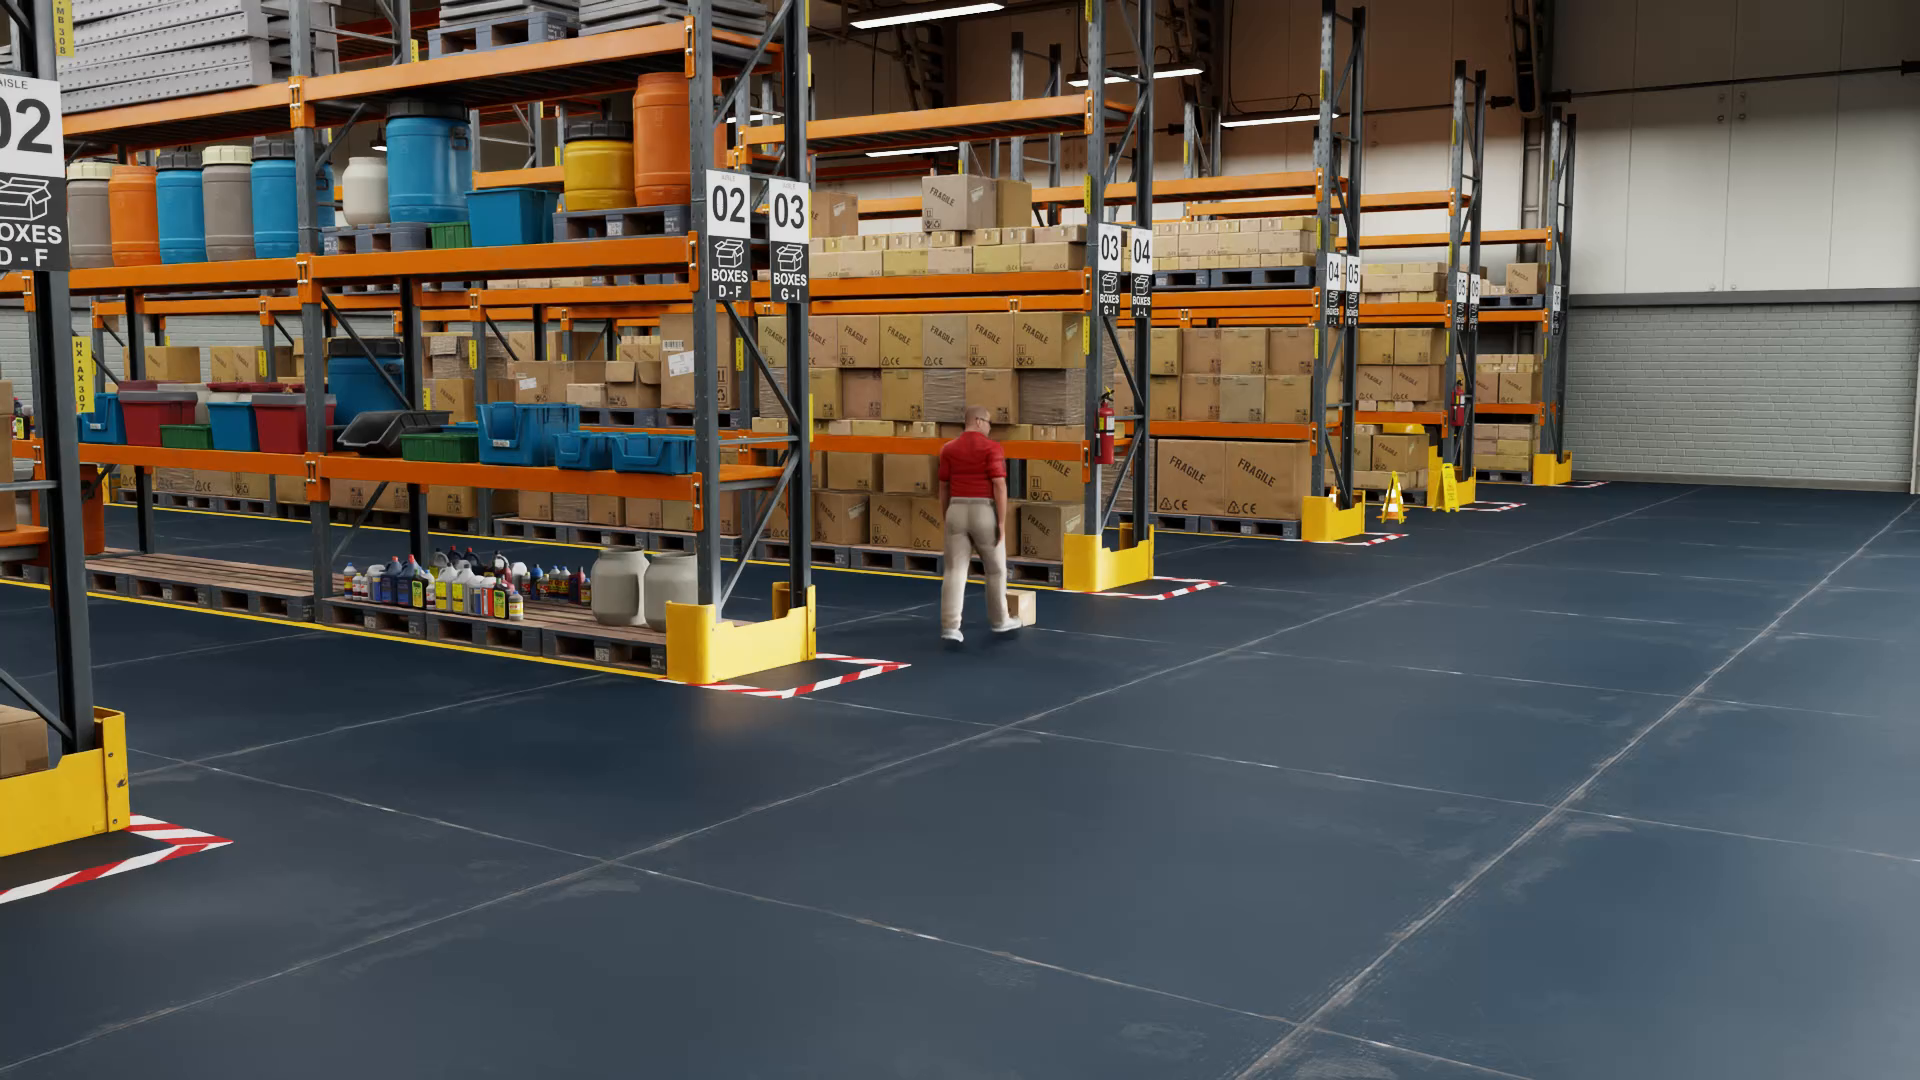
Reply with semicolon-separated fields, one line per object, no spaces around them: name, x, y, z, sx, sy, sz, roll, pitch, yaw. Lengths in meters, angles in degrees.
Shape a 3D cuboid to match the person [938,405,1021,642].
person;0.109;-0.136;11.996;0.547;1.676;0.956;2;7;17
